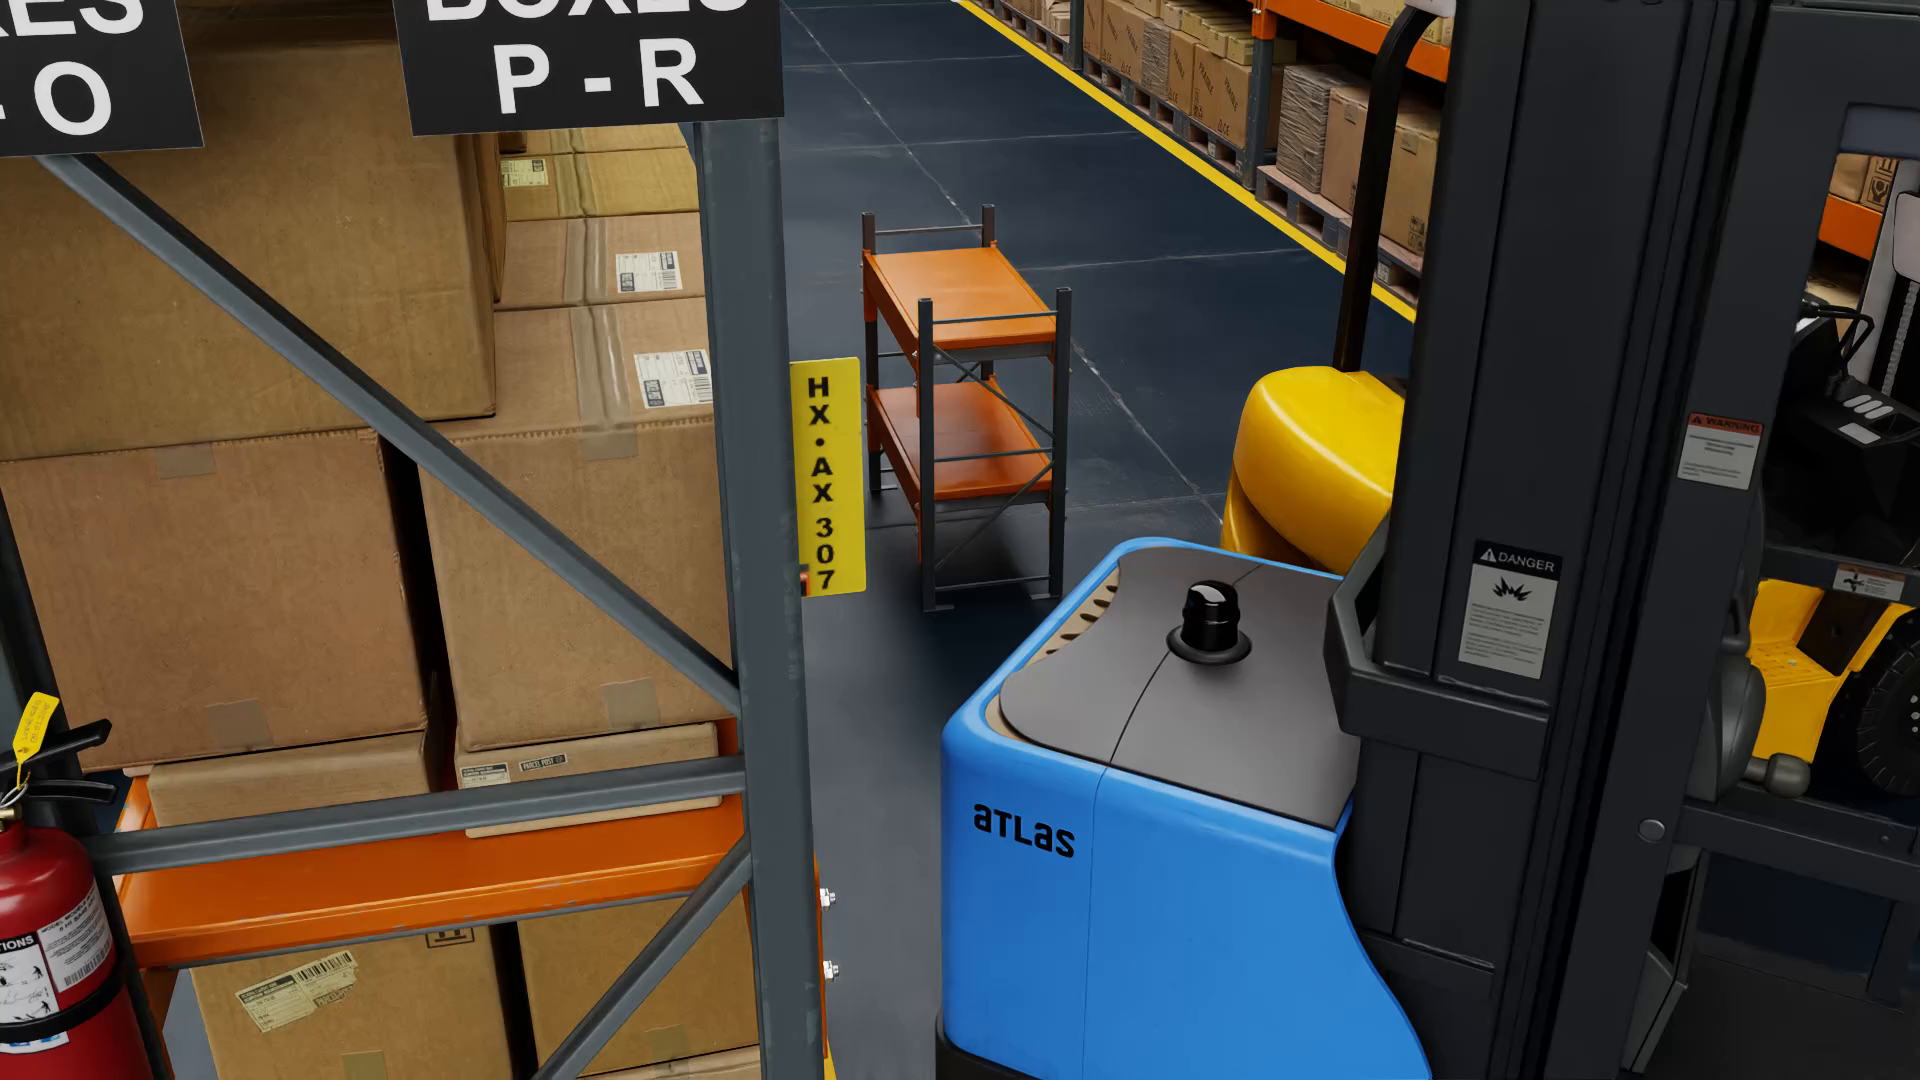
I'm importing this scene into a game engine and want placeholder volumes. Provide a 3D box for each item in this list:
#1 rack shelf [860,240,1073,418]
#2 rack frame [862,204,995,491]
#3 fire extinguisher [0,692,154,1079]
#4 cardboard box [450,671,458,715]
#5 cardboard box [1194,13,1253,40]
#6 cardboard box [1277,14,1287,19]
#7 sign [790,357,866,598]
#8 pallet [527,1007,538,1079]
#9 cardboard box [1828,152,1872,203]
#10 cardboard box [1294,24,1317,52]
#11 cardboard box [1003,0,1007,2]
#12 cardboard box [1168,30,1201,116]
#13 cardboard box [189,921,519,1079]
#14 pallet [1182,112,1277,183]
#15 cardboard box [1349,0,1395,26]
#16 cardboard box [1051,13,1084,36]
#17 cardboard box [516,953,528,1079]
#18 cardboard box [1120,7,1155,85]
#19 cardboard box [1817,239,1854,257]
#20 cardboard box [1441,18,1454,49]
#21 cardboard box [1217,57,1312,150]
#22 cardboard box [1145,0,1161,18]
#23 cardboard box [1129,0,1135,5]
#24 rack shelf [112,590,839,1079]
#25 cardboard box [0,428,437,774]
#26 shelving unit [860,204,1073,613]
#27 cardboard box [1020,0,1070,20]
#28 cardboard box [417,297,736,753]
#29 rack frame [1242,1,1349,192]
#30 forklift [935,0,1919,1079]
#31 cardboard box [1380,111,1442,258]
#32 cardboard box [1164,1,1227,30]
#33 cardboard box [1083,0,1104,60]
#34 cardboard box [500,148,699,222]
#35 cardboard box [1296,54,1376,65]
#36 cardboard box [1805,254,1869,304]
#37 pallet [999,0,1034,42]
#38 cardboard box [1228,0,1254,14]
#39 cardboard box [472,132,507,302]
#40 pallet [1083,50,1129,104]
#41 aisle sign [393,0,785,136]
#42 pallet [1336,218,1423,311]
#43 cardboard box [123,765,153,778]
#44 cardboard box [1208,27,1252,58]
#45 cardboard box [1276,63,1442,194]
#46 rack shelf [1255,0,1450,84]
[{"bbox_3d":[-0.002,-0.766,5.871,0.538,0.278,1.000,-6,27,-12],"label":"rack shelf"},{"bbox_3d":[-0.116,-0.728,6.445,0.500,1.125,0.032,-6,27,-12],"label":"rack frame"},{"bbox_3d":[-1.125,0.499,2.018,0.296,0.674,0.183,-6,27,-12],"label":"fire extinguisher"},{"bbox_3d":[-0.647,0.200,2.804,0.380,0.149,0.250,-6,27,-11],"label":"cardboard box"},{"bbox_3d":[1.850,-3.560,11.562,0.380,0.149,0.250,-5,27,-10],"label":"cardboard box"},{"bbox_3d":[2.378,-3.621,11.684,0.380,0.149,0.250,-7,28,-14],"label":"cardboard box"},{"bbox_3d":[-0.173,-0.074,2.107,0.100,0.325,0.005,-6,27,-12],"label":"sign"},{"bbox_3d":[-0.867,1.219,3.601,1.003,0.211,1.213,-6,27,-12],"label":"pallet"},{"bbox_3d":[3.212,-1.491,5.763,0.500,0.500,0.500,-5,27,-11],"label":"cardboard box"},{"bbox_3d":[2.483,-3.391,11.228,0.380,0.149,0.250,-5,27,-10],"label":"cardboard box"},{"bbox_3d":[0.728,-5.577,16.278,0.700,0.500,0.500,-5,27,-9],"label":"cardboard box"},{"bbox_3d":[1.803,-3.336,11.838,0.500,0.500,0.500,-5,27,-9],"label":"cardboard box"},{"bbox_3d":[-1.136,0.747,3.194,0.500,0.500,0.500,-6,27,-11],"label":"cardboard box"},{"bbox_3d":[2.199,-2.737,11.438,1.003,0.211,1.213,-6,27,-12],"label":"pallet"},{"bbox_3d":[2.424,-2.917,8.867,0.500,0.250,0.500,-7,28,-13],"label":"cardboard box"},{"bbox_3d":[1.018,-4.536,14.605,0.380,0.149,0.250,-7,28,-13],"label":"cardboard box"},{"bbox_3d":[-1.151,1.069,3.388,0.500,0.250,0.500,-6,27,-12],"label":"cardboard box"},{"bbox_3d":[1.557,-3.790,12.739,0.500,0.500,0.500,-7,28,-13],"label":"cardboard box"},{"bbox_3d":[3.532,-1.104,6.585,0.500,0.250,0.500,-5,27,-11],"label":"cardboard box"},{"bbox_3d":[2.663,-2.463,7.968,0.500,0.250,0.500,-6,27,-11],"label":"cardboard box"},{"bbox_3d":[2.026,-2.886,10.946,0.500,0.500,0.500,-5,27,-10],"label":"cardboard box"},{"bbox_3d":[1.606,-4.016,12.466,0.380,0.149,0.250,-5,27,-10],"label":"cardboard box"},{"bbox_3d":[1.533,-4.239,12.907,0.380,0.149,0.250,-6,27,-12],"label":"cardboard box"},{"bbox_3d":[-1.152,-0.189,4.095,1.077,0.370,4.000,-6,27,-12],"label":"rack shelf"},{"bbox_3d":[-1.092,-0.020,2.520,0.500,0.500,0.500,-6,27,-13],"label":"cardboard box"},{"bbox_3d":[-0.002,-0.505,6.002,0.538,1.125,1.048,-6,27,-12],"label":"shelving unit"},{"bbox_3d":[0.962,-5.121,15.375,0.700,0.500,0.500,-7,28,-14],"label":"cardboard box"},{"bbox_3d":[-0.538,-0.046,2.571,0.500,0.500,0.500,-6,27,-12],"label":"cardboard box"},{"bbox_3d":[2.331,-3.650,10.153,1.000,3.000,0.127,-6,27,-12],"label":"rack frame"},{"bbox_3d":[1.495,0.122,2.756,3.031,2.935,1.130,13,30,24],"label":"forklift"},{"bbox_3d":[2.765,-1.921,8.896,0.875,0.625,0.625,-7,28,-14],"label":"cardboard box"},{"bbox_3d":[1.701,-3.788,12.013,0.380,0.149,0.250,-7,28,-14],"label":"cardboard box"},{"bbox_3d":[1.319,-4.243,13.635,0.500,0.500,0.500,-5,27,-9],"label":"cardboard box"},{"bbox_3d":[-0.774,-0.497,3.464,0.500,0.500,0.500,-6,27,-13],"label":"cardboard box"},{"bbox_3d":[2.509,-2.935,11.045,0.500,0.500,0.500,-5,27,-10],"label":"cardboard box"},{"bbox_3d":[3.141,-0.831,6.043,0.500,0.250,0.500,-6,27,-12],"label":"cardboard box"},{"bbox_3d":[0.997,-5.000,15.921,1.003,0.211,1.213,-6,27,-12],"label":"pallet"},{"bbox_3d":[2.174,-3.834,12.106,0.380,0.149,0.250,-6,27,-11],"label":"cardboard box"},{"bbox_3d":[-1.136,-0.681,2.720,0.700,0.500,0.500,-6,27,-11],"label":"cardboard box"},{"bbox_3d":[1.650,-3.808,13.561,1.003,0.211,1.213,-6,27,-12],"label":"pallet"},{"bbox_3d":[-0.385,-0.797,1.616,0.394,0.787,0.004,-6,27,-12],"label":"aisle sign"},{"bbox_3d":[2.750,-1.506,8.999,1.003,0.211,1.213,-6,27,-12],"label":"pallet"},{"bbox_3d":[-1.159,0.237,2.730,0.380,0.149,0.250,-6,27,-12],"label":"cardboard box"},{"bbox_3d":[1.881,-3.319,11.085,0.380,0.149,0.250,-7,28,-14],"label":"cardboard box"},{"bbox_3d":[2.458,-2.502,10.048,0.875,0.625,0.625,-5,27,-10],"label":"cardboard box"},{"bbox_3d":[2.782,-2.451,8.576,1.077,0.370,4.000,-6,27,-12],"label":"rack shelf"}]
